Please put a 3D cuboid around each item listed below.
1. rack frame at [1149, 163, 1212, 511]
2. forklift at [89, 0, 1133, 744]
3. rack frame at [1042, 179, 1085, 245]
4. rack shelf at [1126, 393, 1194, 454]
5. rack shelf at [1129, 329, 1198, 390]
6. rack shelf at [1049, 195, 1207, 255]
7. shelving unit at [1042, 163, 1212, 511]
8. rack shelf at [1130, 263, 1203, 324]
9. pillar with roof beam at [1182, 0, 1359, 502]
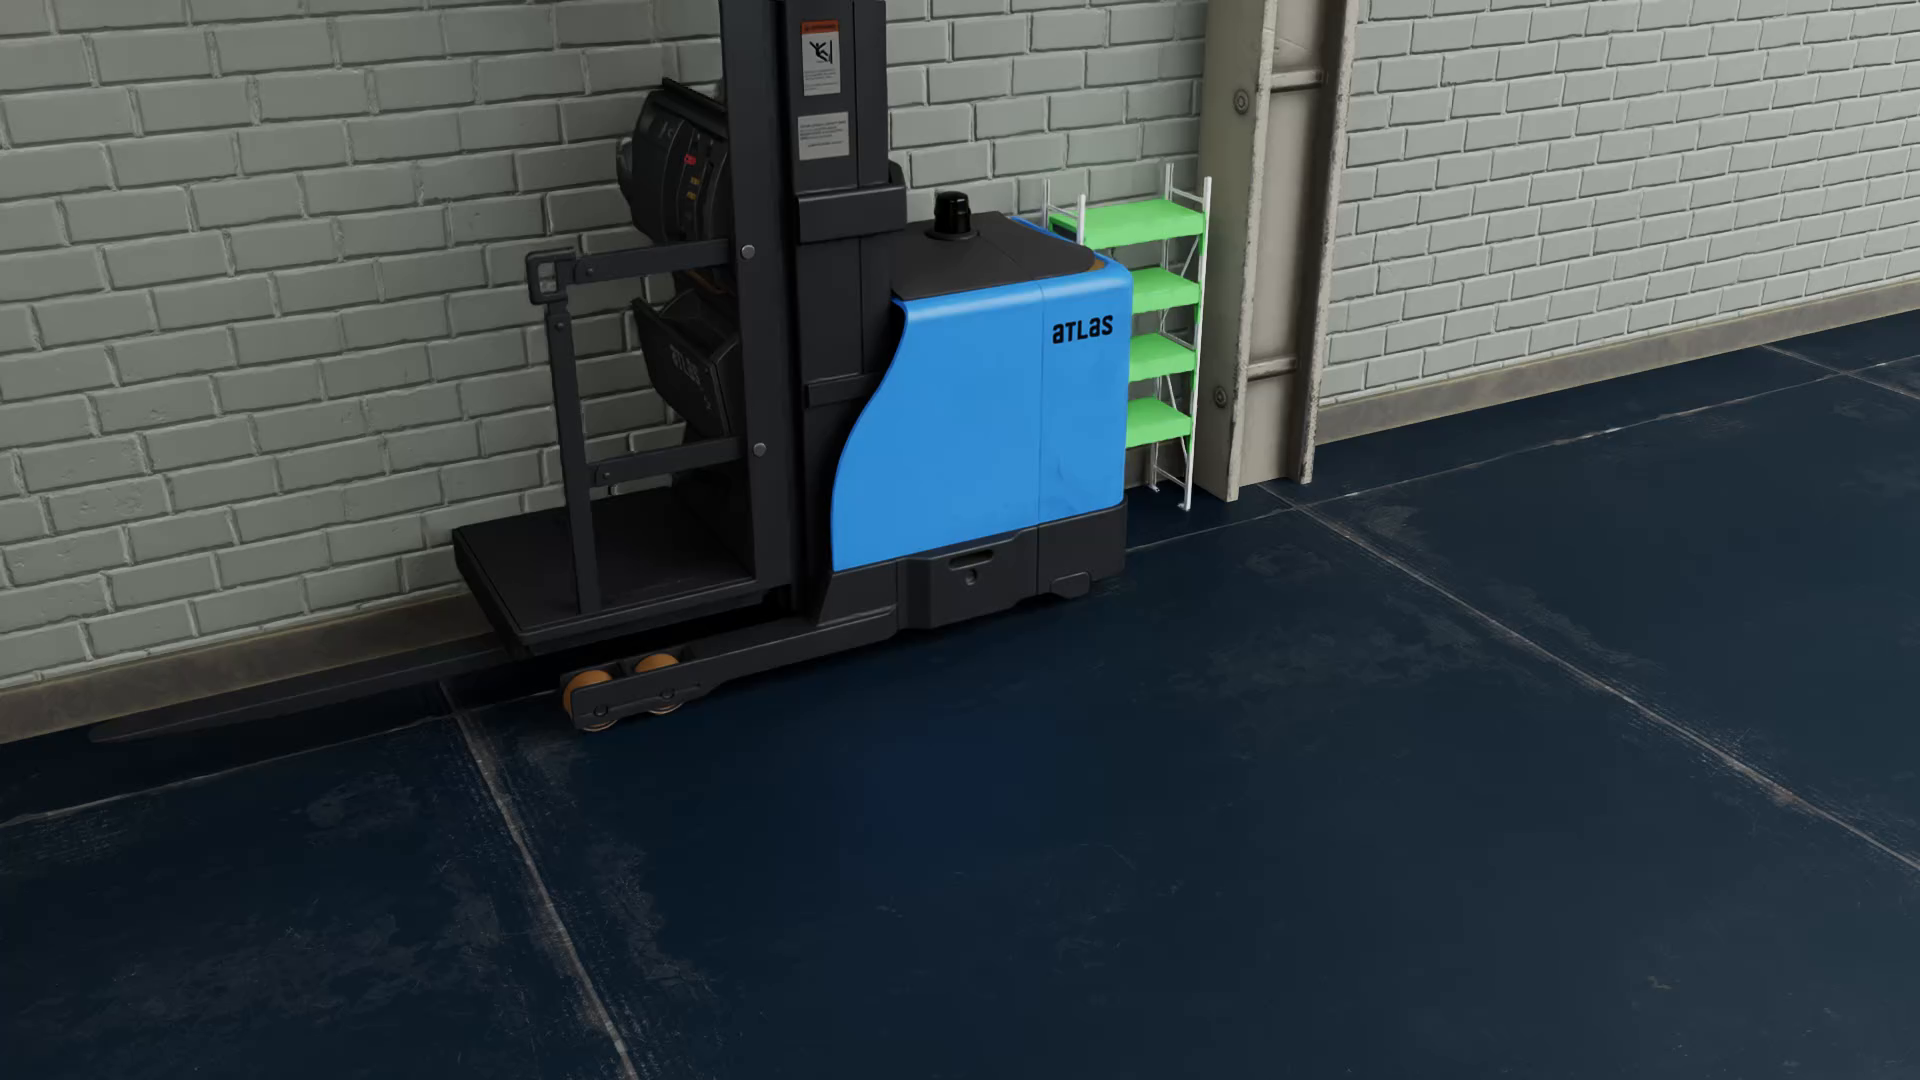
[{"bbox_3d":[0.763,-0.693,5.807,0.015,1.200,0.240,-13,29,-25],"label":"rack frame"},{"bbox_3d":[-1.008,-1.049,4.548,3.031,2.935,1.130,-13,29,-25],"label":"forklift"},{"bbox_3d":[0.333,-0.593,5.599,0.015,1.200,0.240,-13,29,-25],"label":"rack frame"},{"bbox_3d":[0.548,-0.369,5.835,0.480,0.148,0.258,-13,29,-25],"label":"rack shelf"},{"bbox_3d":[0.548,-0.585,5.731,0.480,0.148,0.258,-13,29,-25],"label":"rack shelf"},{"bbox_3d":[0.548,-1.018,5.523,0.480,0.148,0.258,-13,29,-25],"label":"rack shelf"},{"bbox_3d":[0.548,-0.643,5.703,0.503,1.200,0.258,-13,29,-25],"label":"shelving unit"},{"bbox_3d":[0.548,-0.802,5.627,0.480,0.148,0.258,-13,29,-25],"label":"rack shelf"},{"bbox_3d":[3.094,-2.649,0.870,0.400,9.000,9.100,-13,29,-25],"label":"pillar with roof beam"}]
